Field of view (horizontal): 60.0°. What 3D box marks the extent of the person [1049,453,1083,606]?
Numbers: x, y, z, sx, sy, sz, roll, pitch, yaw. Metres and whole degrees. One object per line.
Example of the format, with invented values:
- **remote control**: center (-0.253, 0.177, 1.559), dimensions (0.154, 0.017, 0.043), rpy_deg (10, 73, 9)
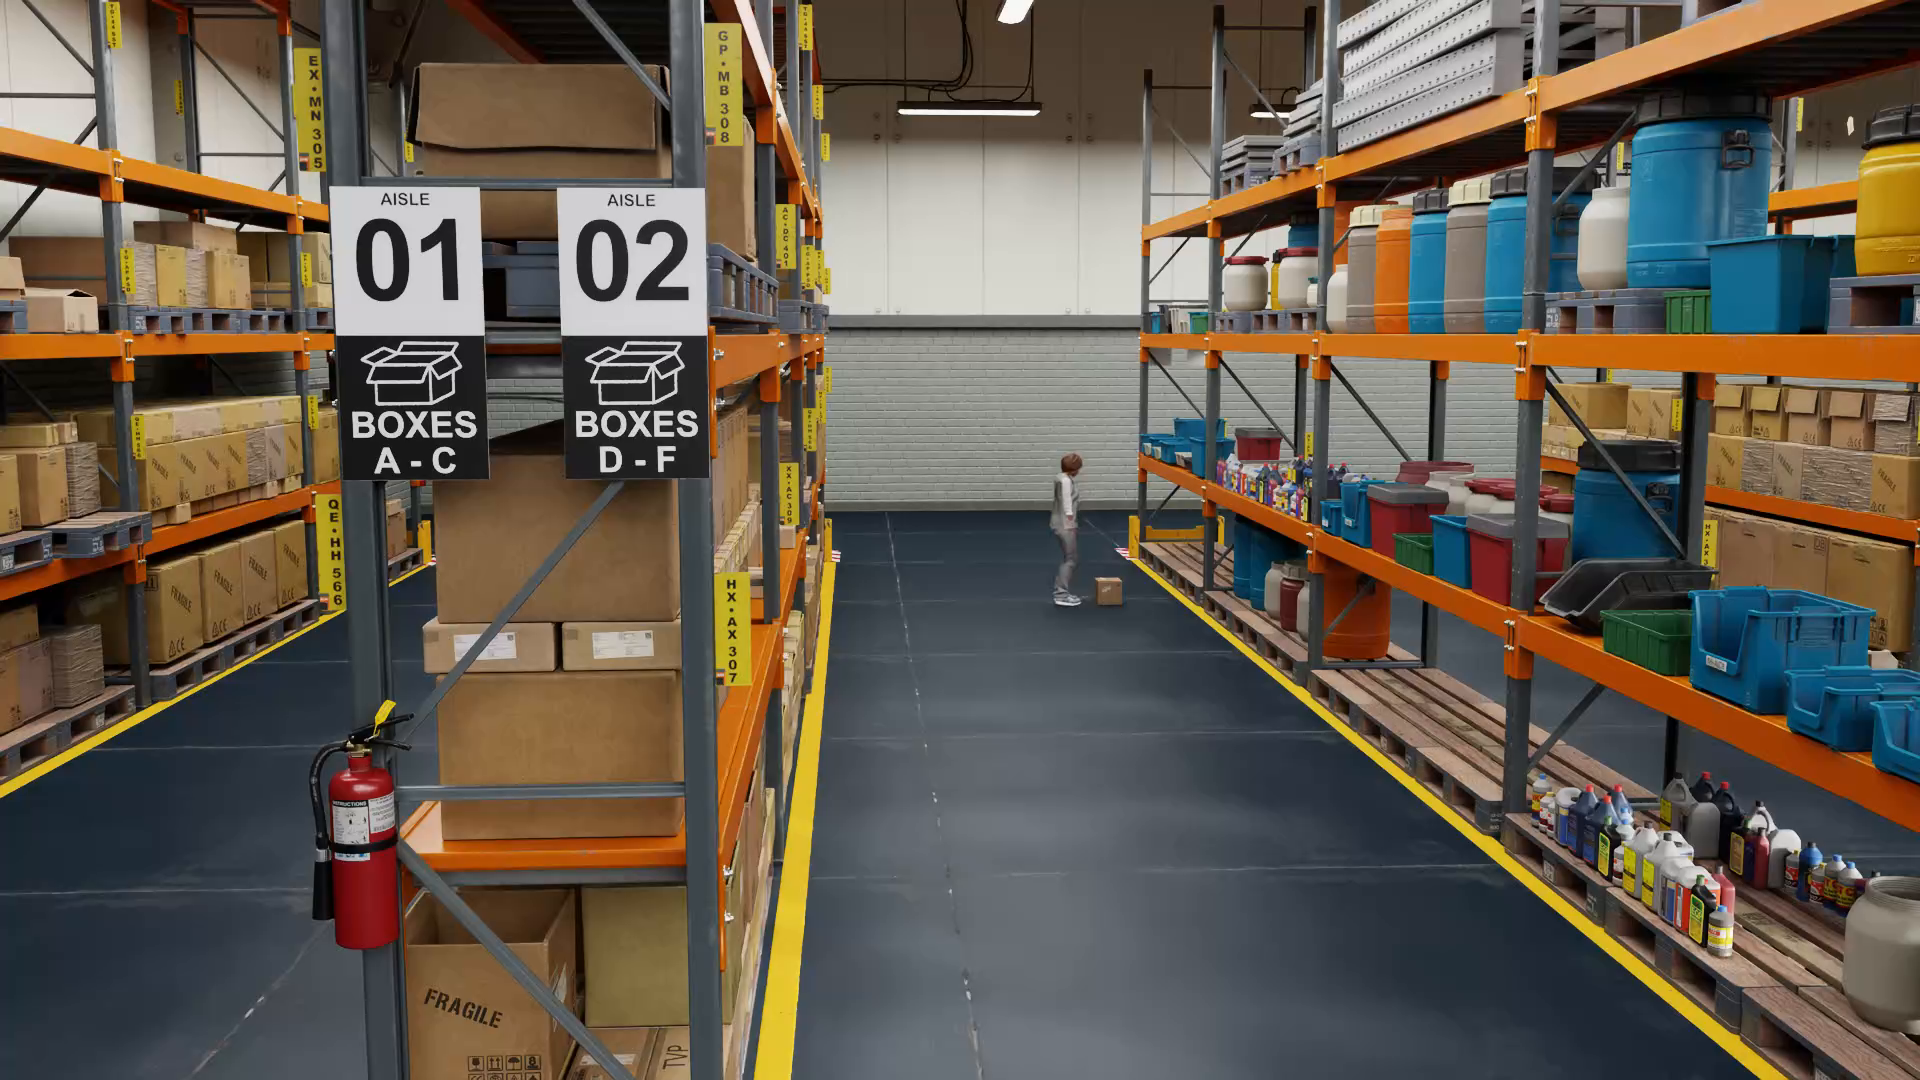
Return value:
- **person**: center (1.104, -0.117, 17.354), dimensions (0.340, 1.579, 0.417), rpy_deg (0, 7, -2)
